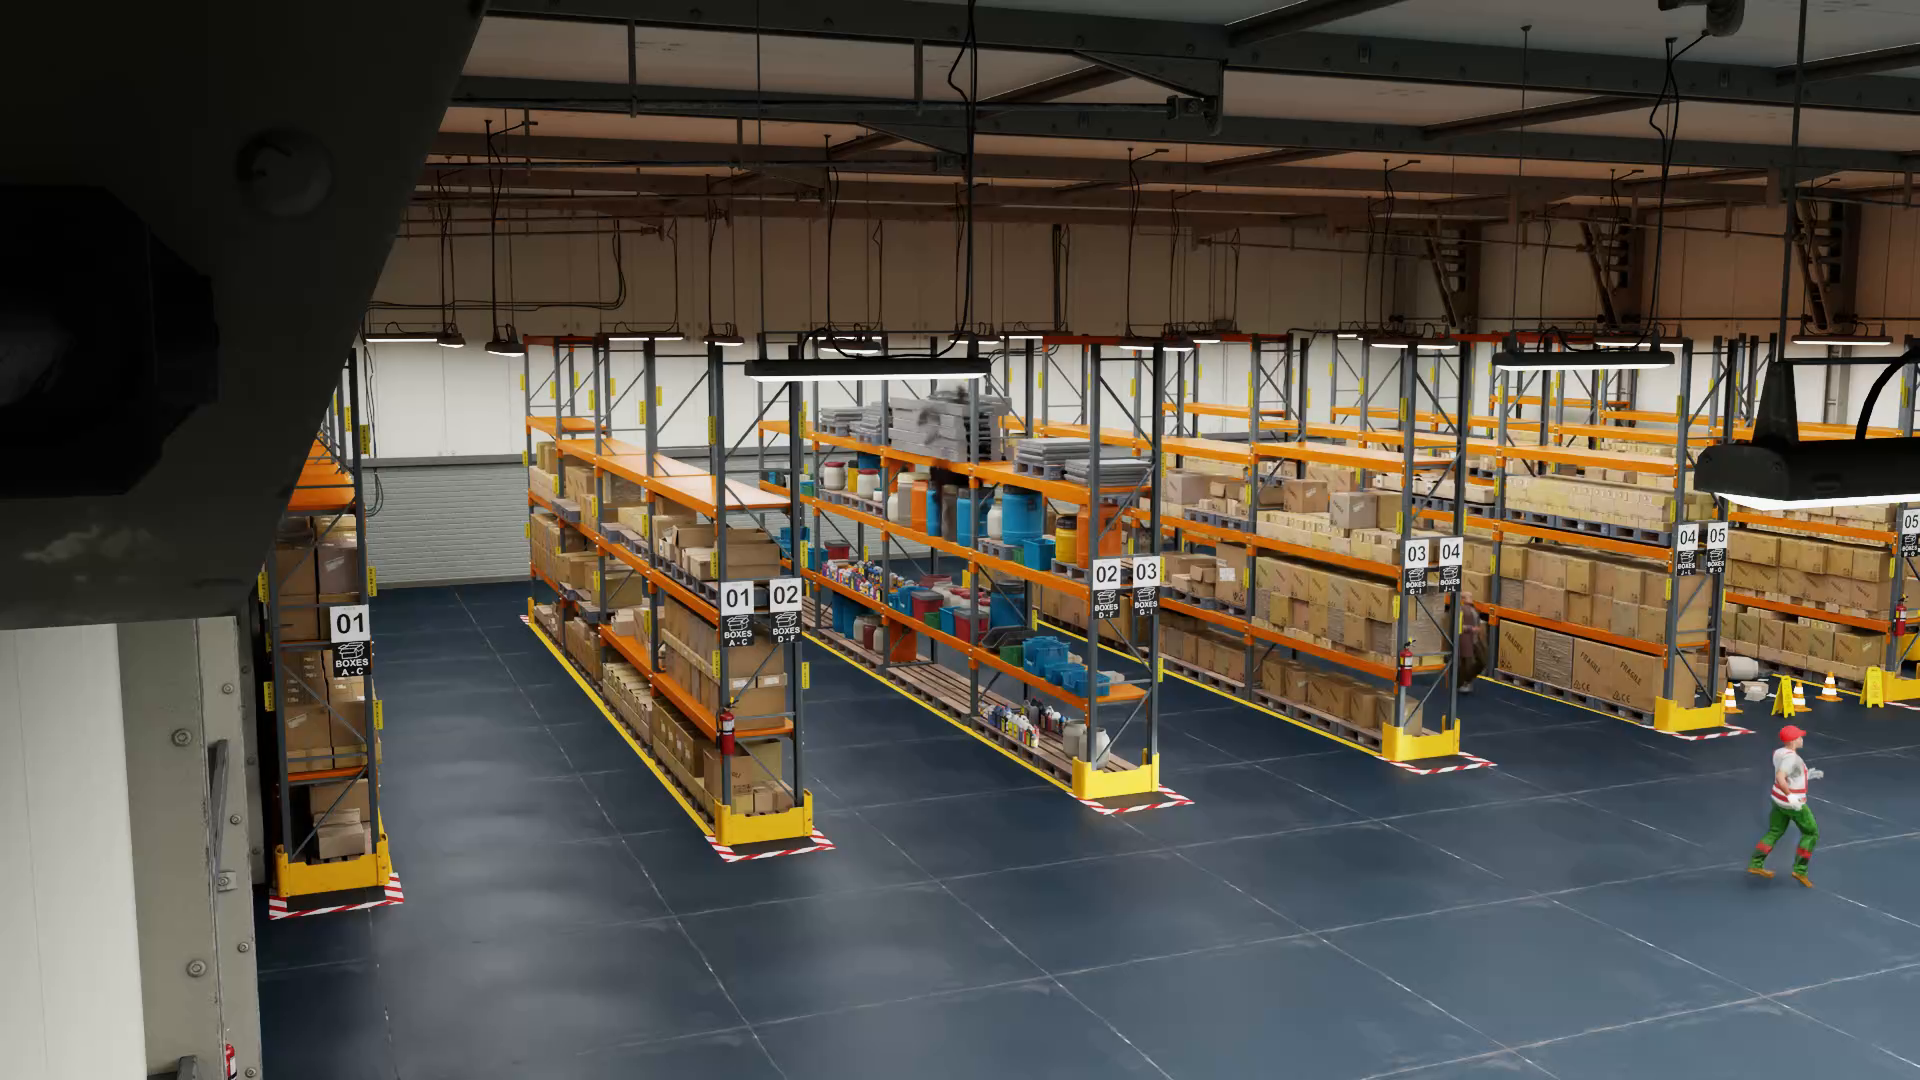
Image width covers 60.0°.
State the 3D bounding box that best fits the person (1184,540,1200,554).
[{"bbox_3d":[5.898,-0.008,41.911,0.474,1.557,0.816,5,9,34],"label":"person"}]

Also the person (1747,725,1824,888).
[{"bbox_3d":[9.277,2.982,18.601,0.774,1.846,0.643,0,8,-1],"label":"person"}]

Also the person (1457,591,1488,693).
[{"bbox_3d":[8.632,1.739,28.054,0.693,1.767,0.680,-5,9,-33],"label":"person"}]

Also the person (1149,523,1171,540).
[{"bbox_3d":[5.007,-0.067,41.643,0.821,1.819,0.757,-4,9,-30],"label":"person"}]
